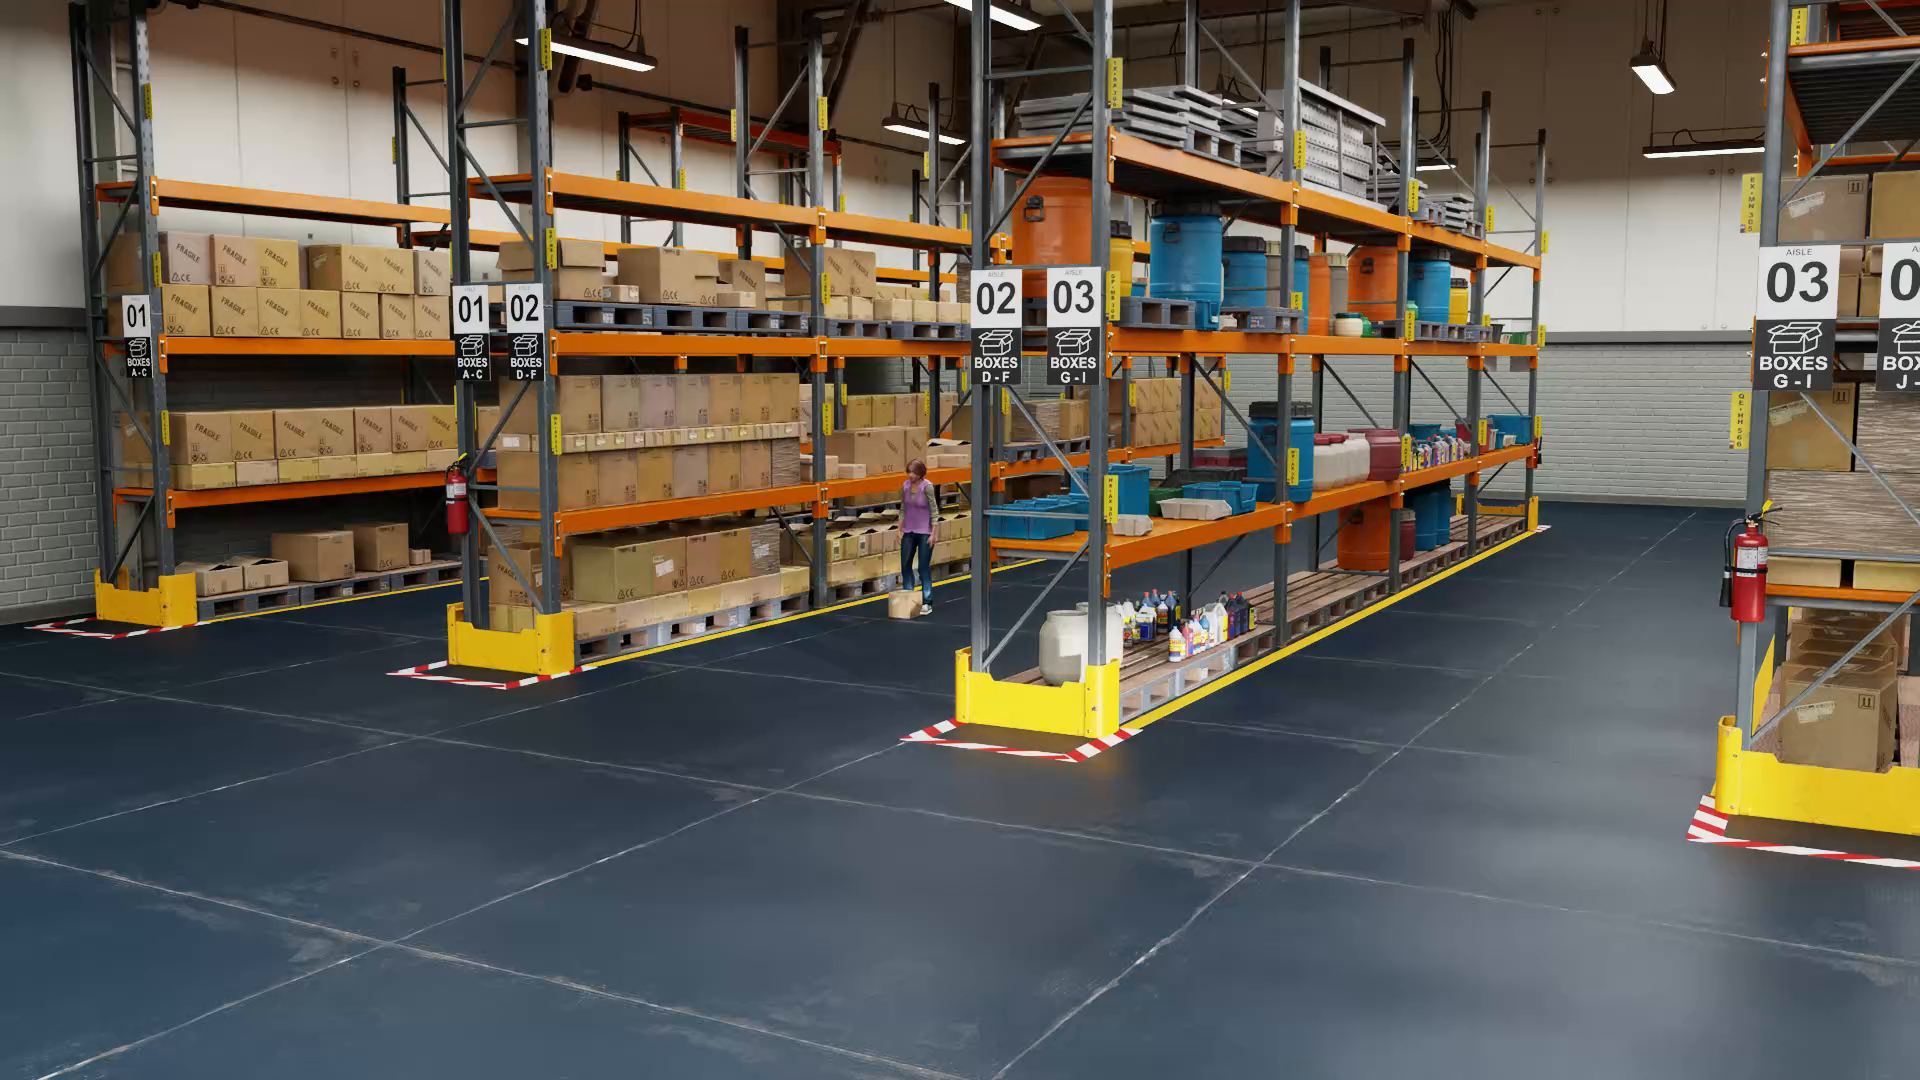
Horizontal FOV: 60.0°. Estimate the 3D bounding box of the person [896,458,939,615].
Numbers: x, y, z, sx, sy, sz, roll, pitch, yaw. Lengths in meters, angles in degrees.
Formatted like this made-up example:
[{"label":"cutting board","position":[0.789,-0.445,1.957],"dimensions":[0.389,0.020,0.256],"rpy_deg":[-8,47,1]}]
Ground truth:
[{"label":"person","position":[-0.435,-0.042,16.961],"dimensions":[0.465,1.593,0.345],"rpy_deg":[3,7,29]}]
